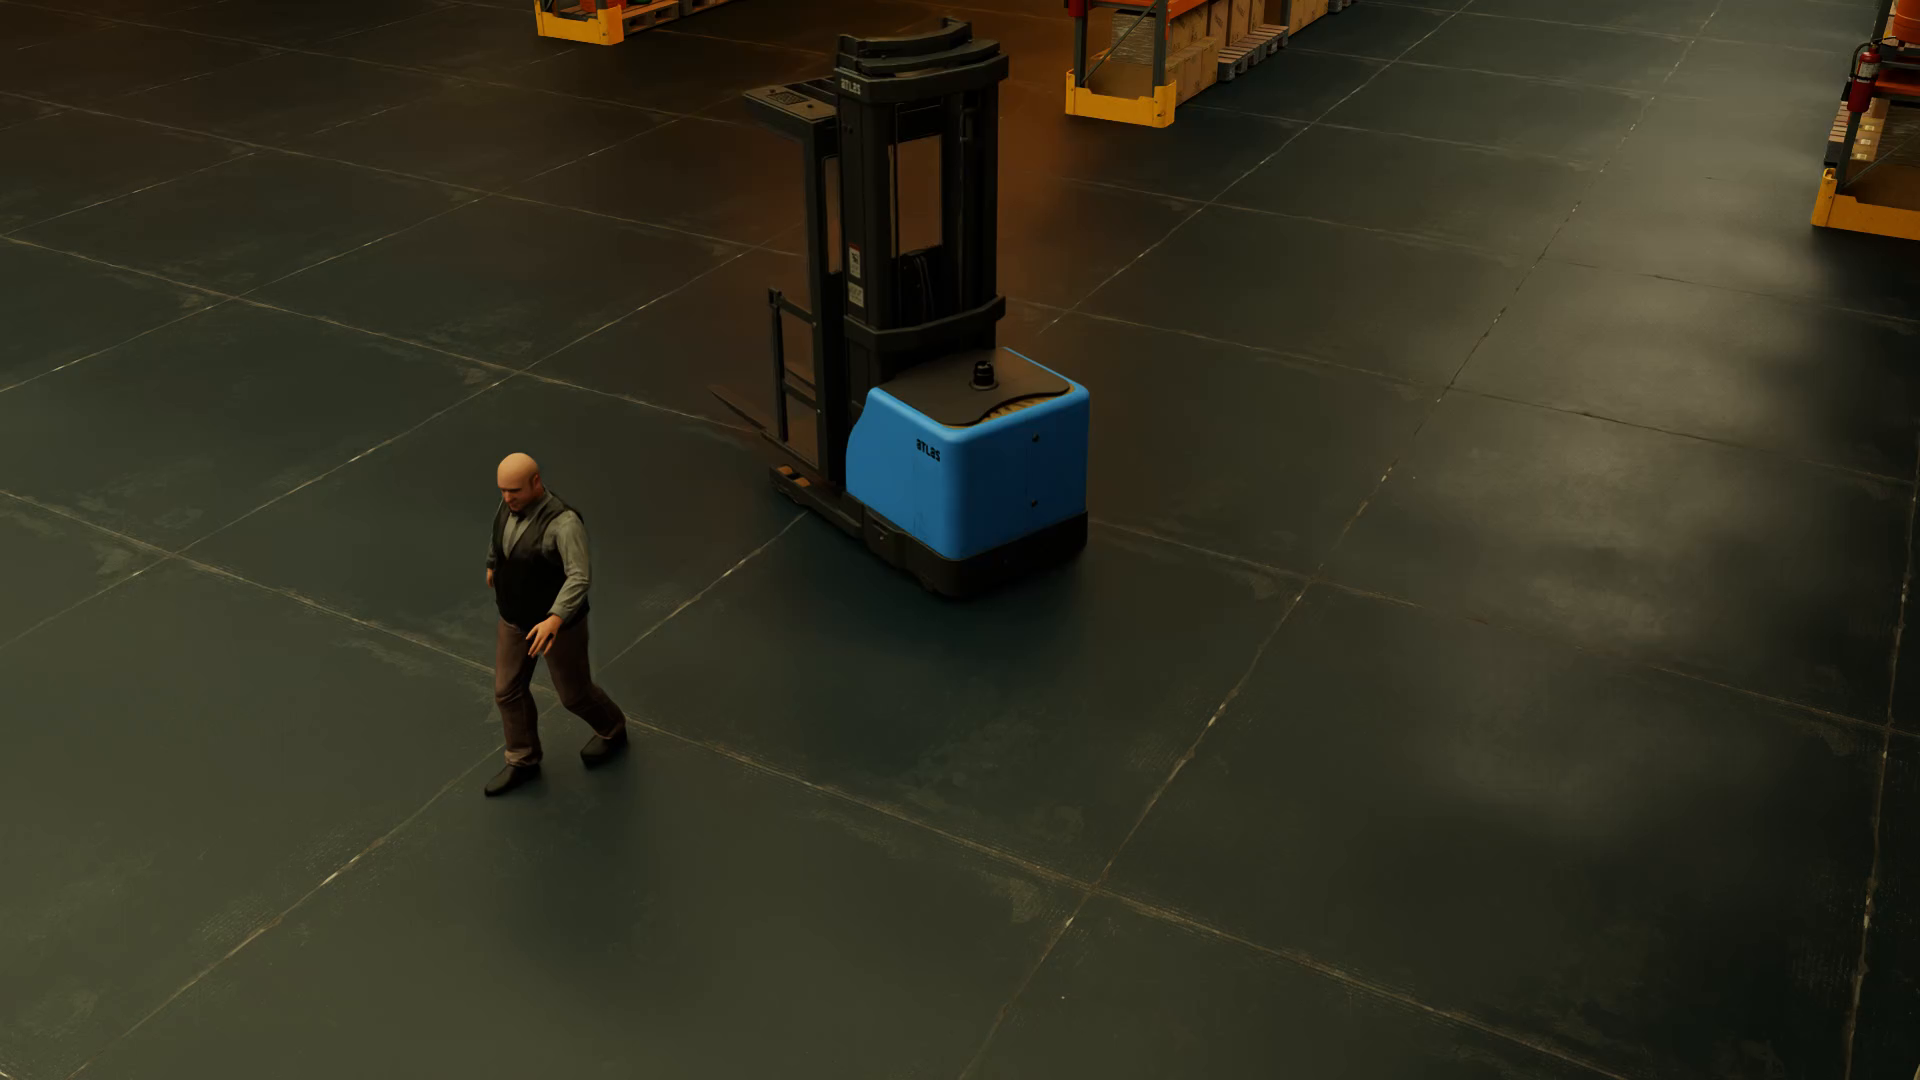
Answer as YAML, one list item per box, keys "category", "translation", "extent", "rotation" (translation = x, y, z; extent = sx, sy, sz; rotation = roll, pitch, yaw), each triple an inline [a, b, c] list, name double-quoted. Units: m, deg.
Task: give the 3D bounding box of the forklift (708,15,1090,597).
- category: "forklift"
  translation: [-0.544, -1.626, 9.887]
  extent: [1.130, 2.935, 3.031]
  rotation: [-21, 36, -32]

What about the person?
- category: "person"
  translation: [-1.980, 0.369, 7.686]
  extent: [0.943, 1.701, 0.756]
  rotation: [19, 35, 30]
